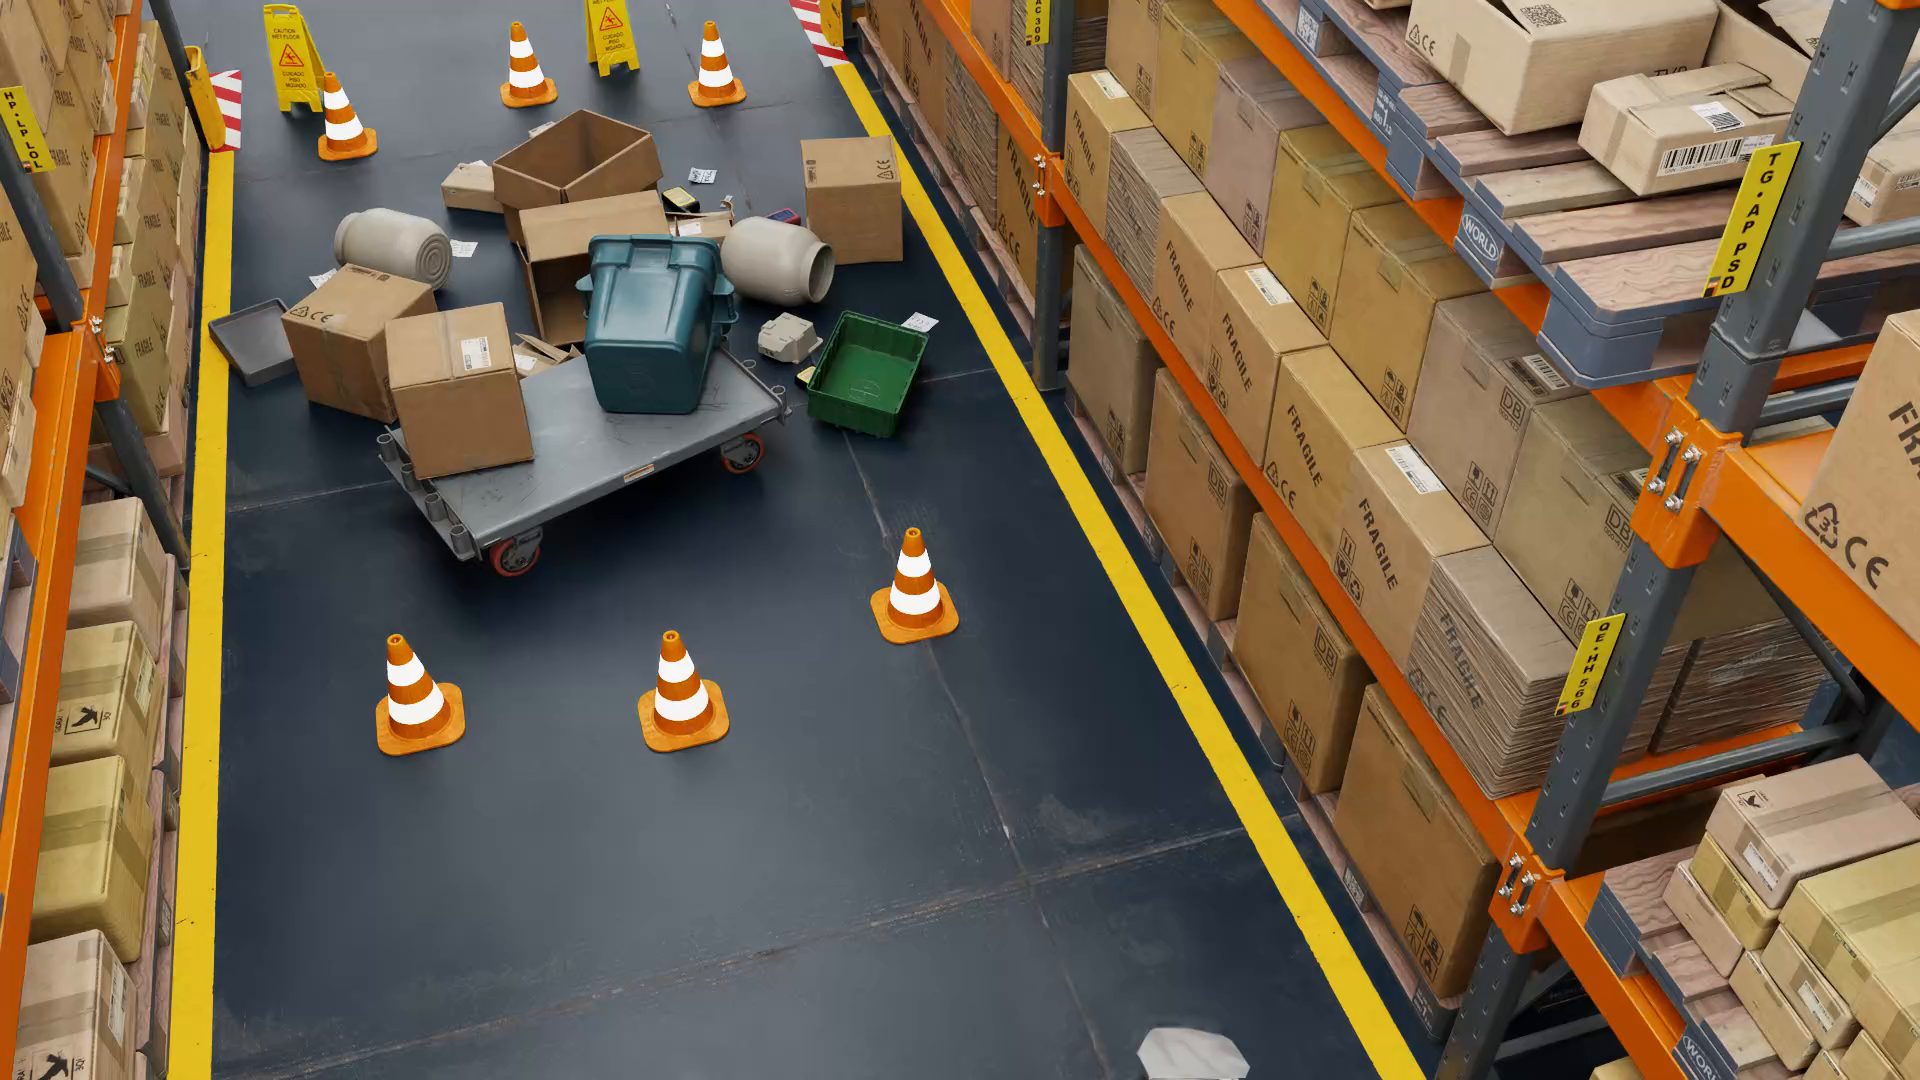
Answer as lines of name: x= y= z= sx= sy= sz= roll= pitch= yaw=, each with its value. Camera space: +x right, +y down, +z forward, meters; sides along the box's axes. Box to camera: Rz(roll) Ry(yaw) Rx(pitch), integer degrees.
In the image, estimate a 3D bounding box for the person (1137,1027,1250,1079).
person: x=0.499 y=1.779 z=4.174 sx=0.453 sy=1.698 sz=0.437 roll=-4 pitch=43 yaw=-4
